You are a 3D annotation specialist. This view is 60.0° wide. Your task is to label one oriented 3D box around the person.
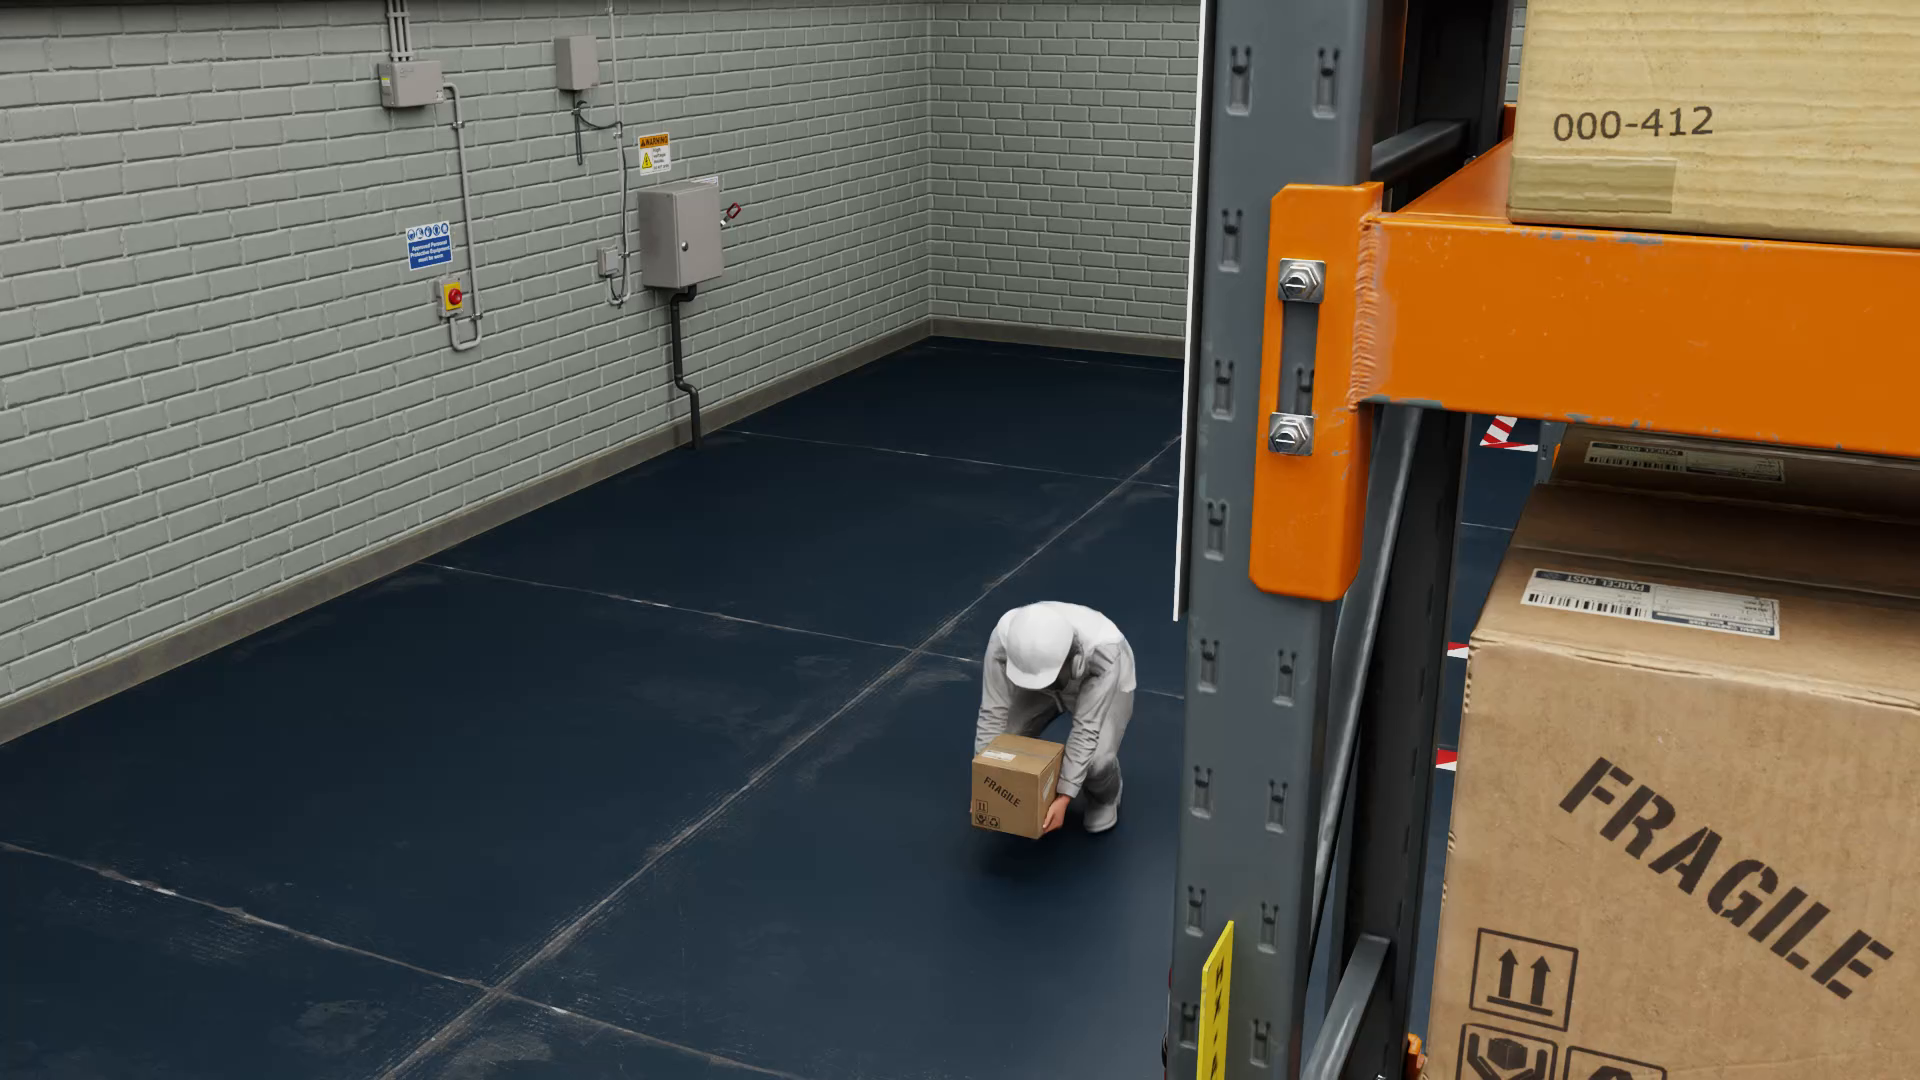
[{"bbox_3d":[0.358,0.591,5.996,0.503,1.008,0.892,8,20,22],"label":"person"}]
